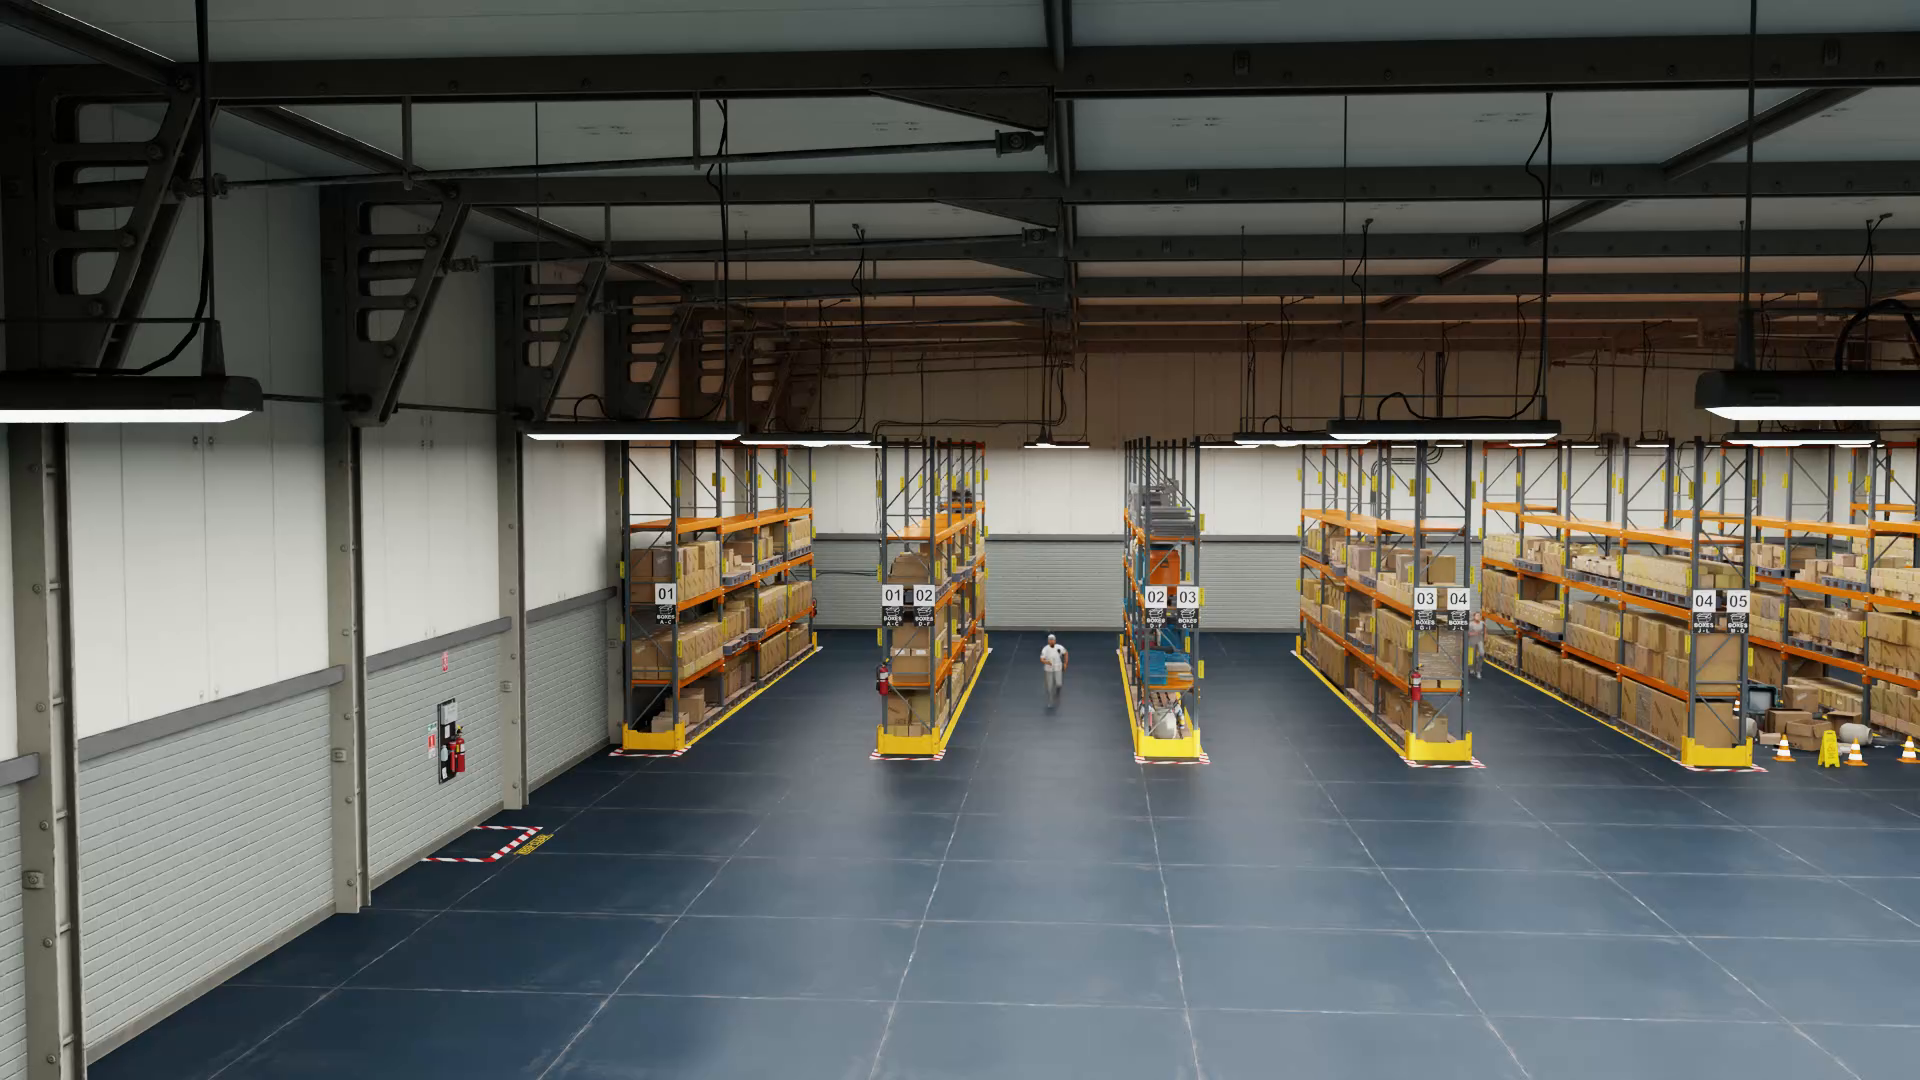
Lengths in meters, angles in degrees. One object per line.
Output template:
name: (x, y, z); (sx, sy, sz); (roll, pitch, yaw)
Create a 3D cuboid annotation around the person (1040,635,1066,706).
person: (2.080, 2.908, 37.063); (0.576, 1.618, 0.714); (0, 3, 3)

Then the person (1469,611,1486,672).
person: (13.078, 2.560, 42.131); (0.586, 1.535, 0.810); (0, 3, -1)
